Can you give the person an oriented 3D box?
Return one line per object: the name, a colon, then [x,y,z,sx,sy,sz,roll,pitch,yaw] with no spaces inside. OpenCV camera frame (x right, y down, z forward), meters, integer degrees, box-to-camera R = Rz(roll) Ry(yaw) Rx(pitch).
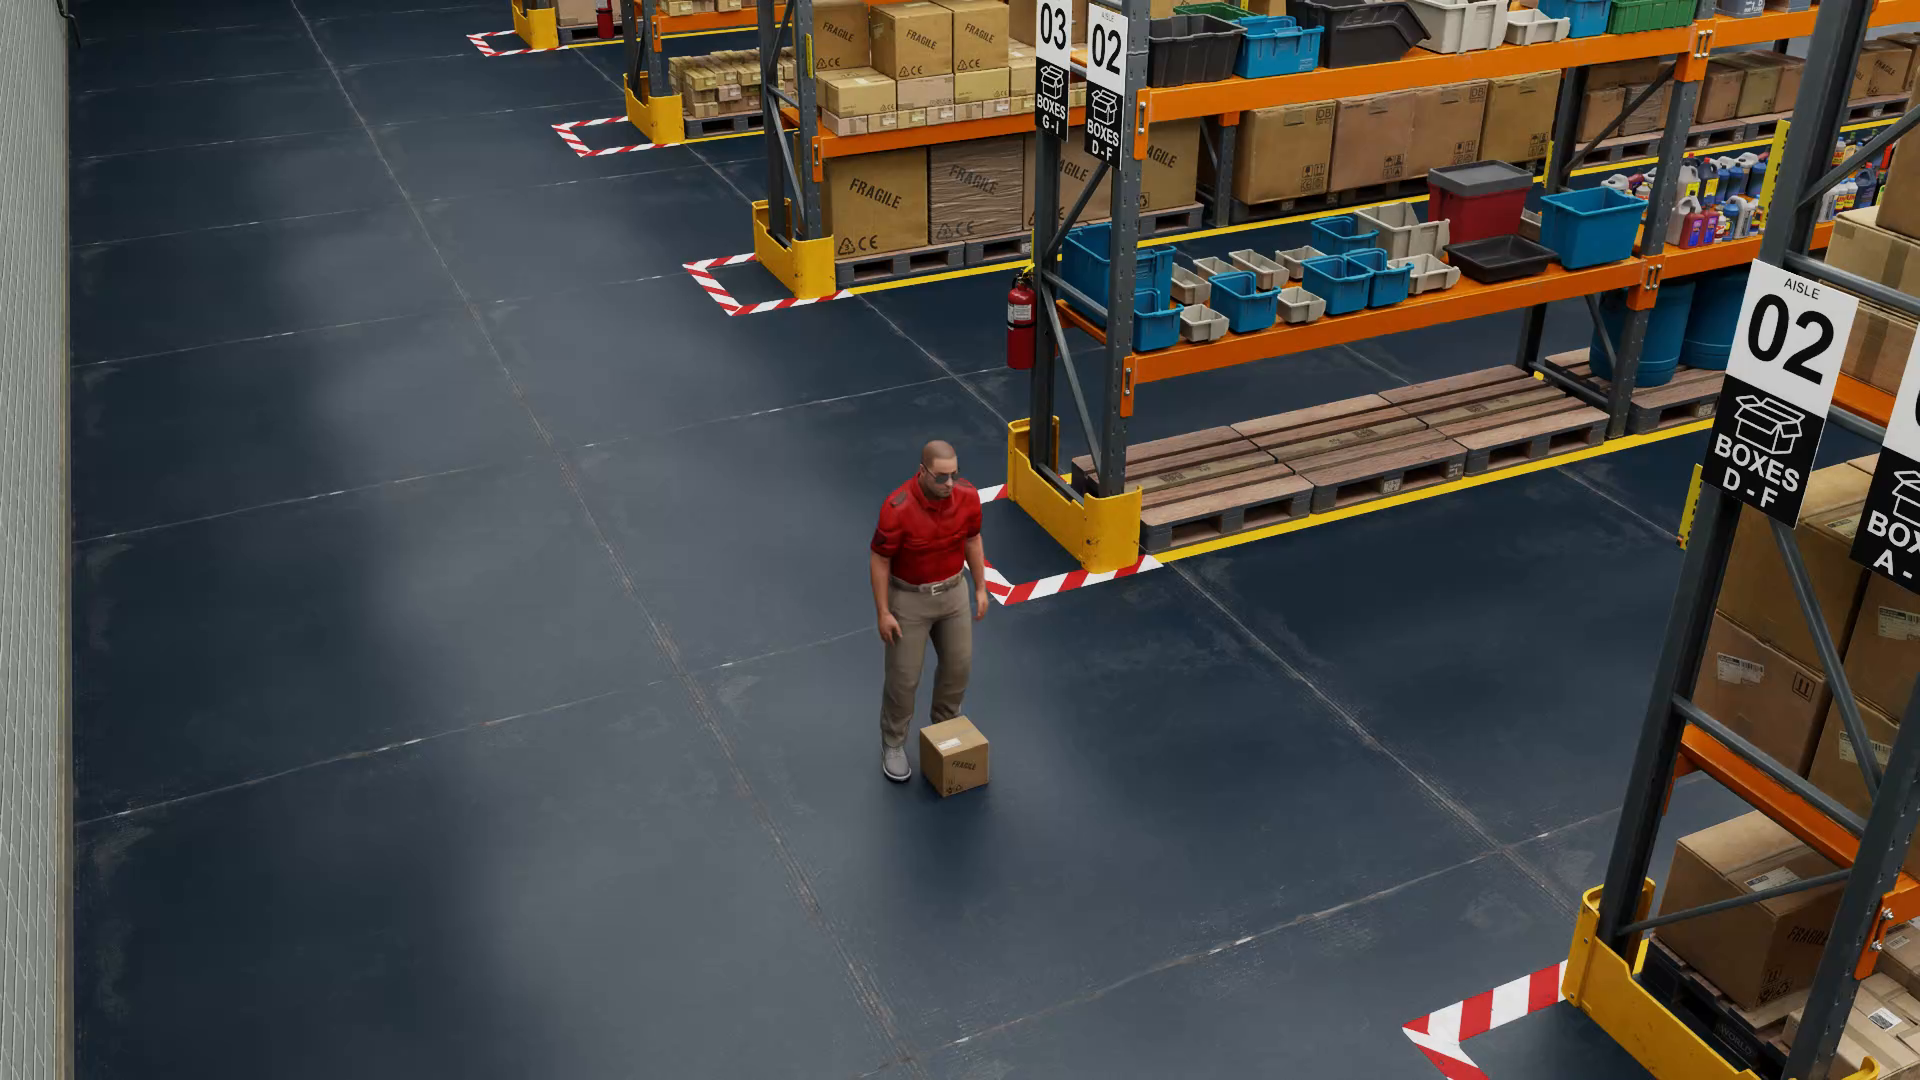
person: [-0.144,0.296,7.938,0.602,1.728,0.384,-14,32,-24]
